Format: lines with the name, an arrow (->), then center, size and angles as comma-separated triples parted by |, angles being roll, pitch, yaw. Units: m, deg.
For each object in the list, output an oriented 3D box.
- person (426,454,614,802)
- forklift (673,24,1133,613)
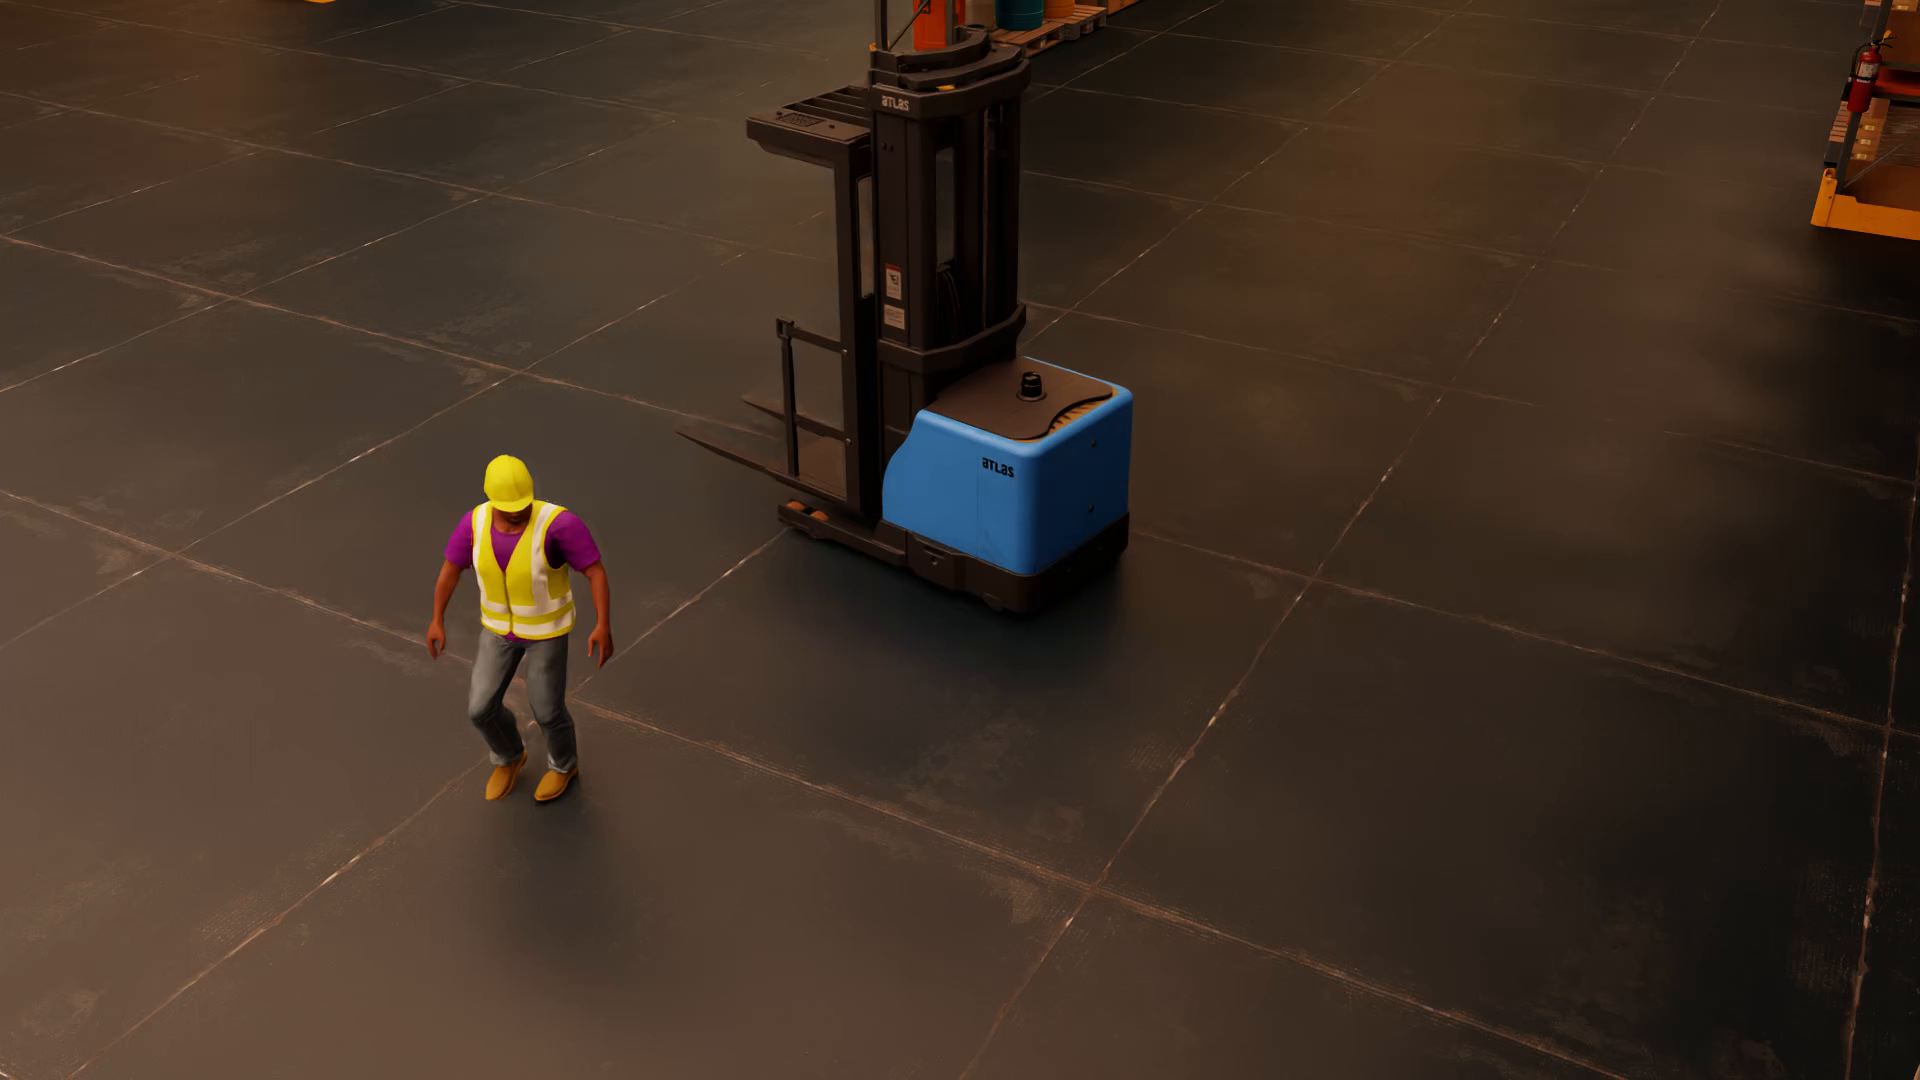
person -> -1.957, 0.437, 7.536 | 0.918, 1.774, 0.501 | 7, 31, 12
forklift -> -0.479, -1.459, 9.598 | 3.031, 2.935, 1.130 | 22, 36, 33
